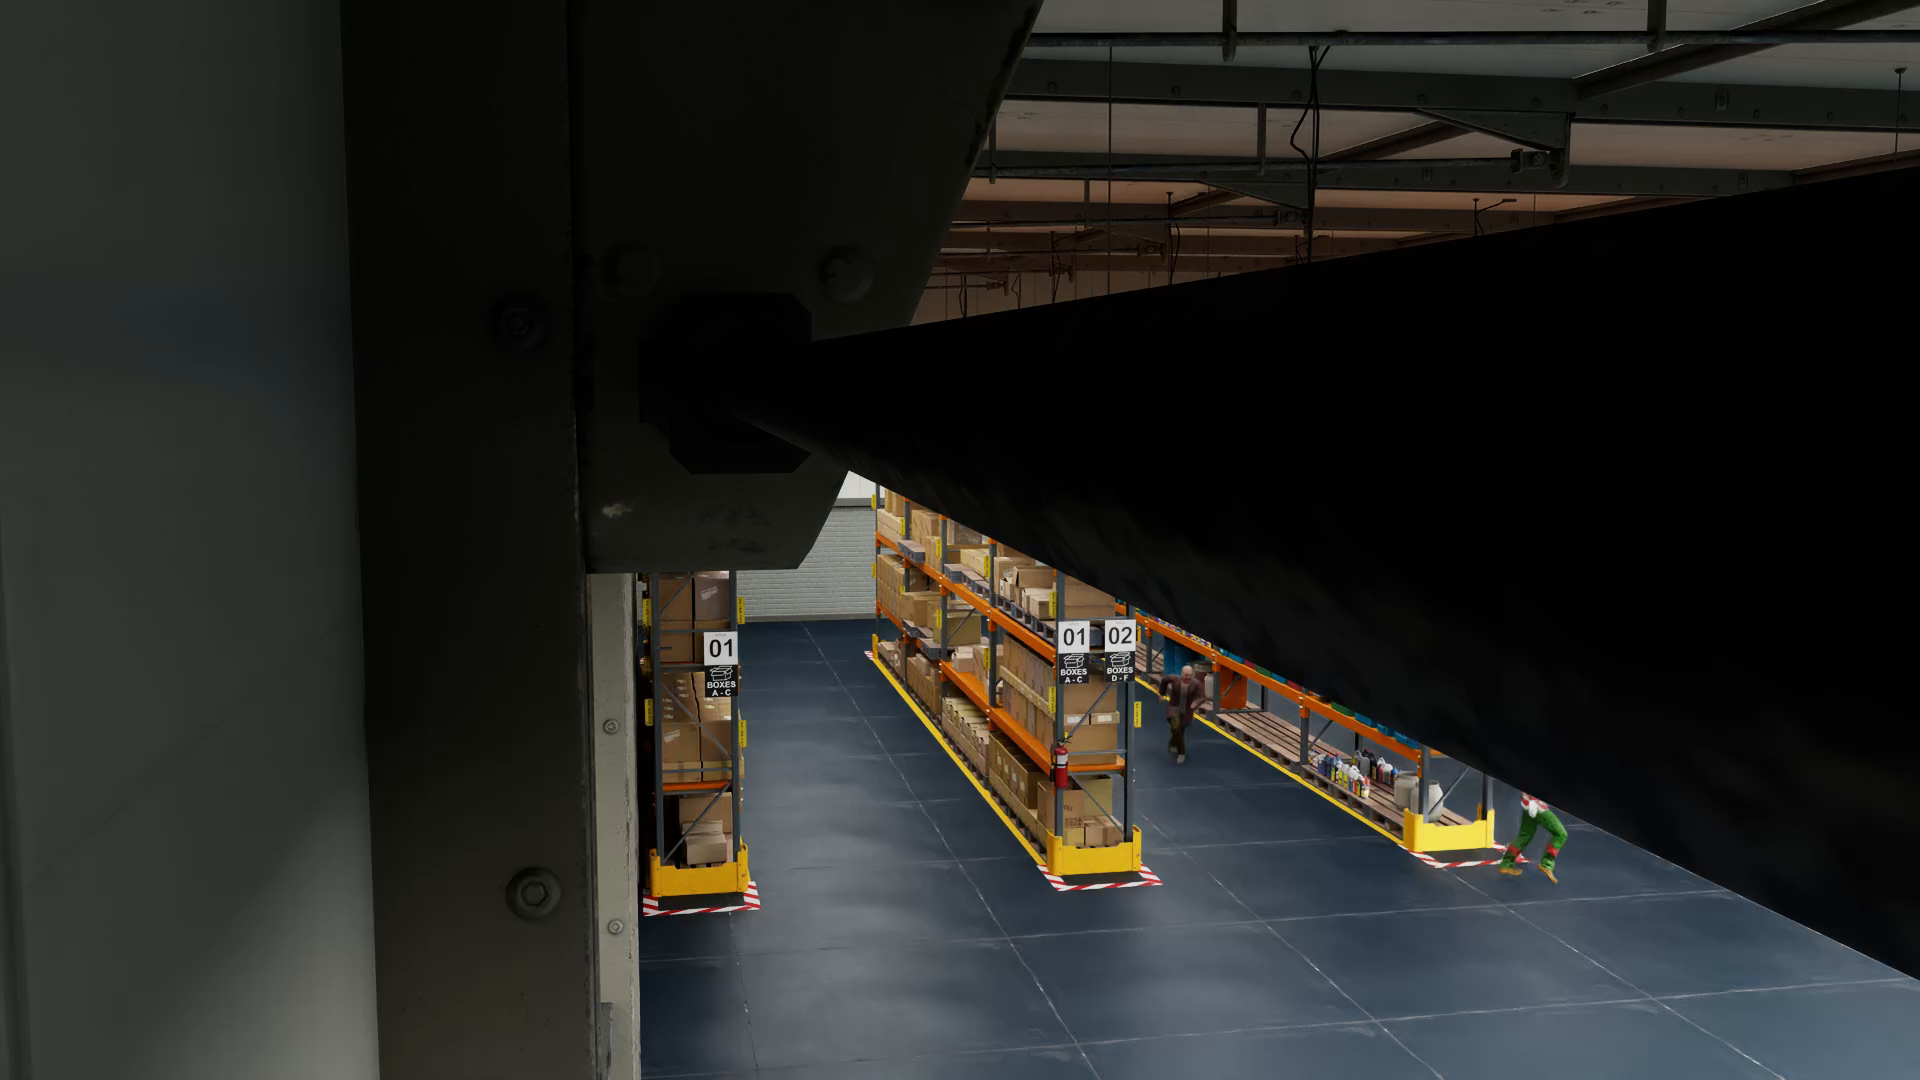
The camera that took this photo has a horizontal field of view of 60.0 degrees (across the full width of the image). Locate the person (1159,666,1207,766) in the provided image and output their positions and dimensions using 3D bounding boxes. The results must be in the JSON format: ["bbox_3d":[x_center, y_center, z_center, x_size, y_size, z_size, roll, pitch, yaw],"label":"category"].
[{"bbox_3d":[3.588,2.765,26.845,0.719,1.602,1.178,0,6,0],"label":"person"}]

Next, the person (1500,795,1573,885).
[{"bbox_3d":[7.170,3.356,20.576,0.874,1.774,0.708,1,6,8],"label":"person"}]
